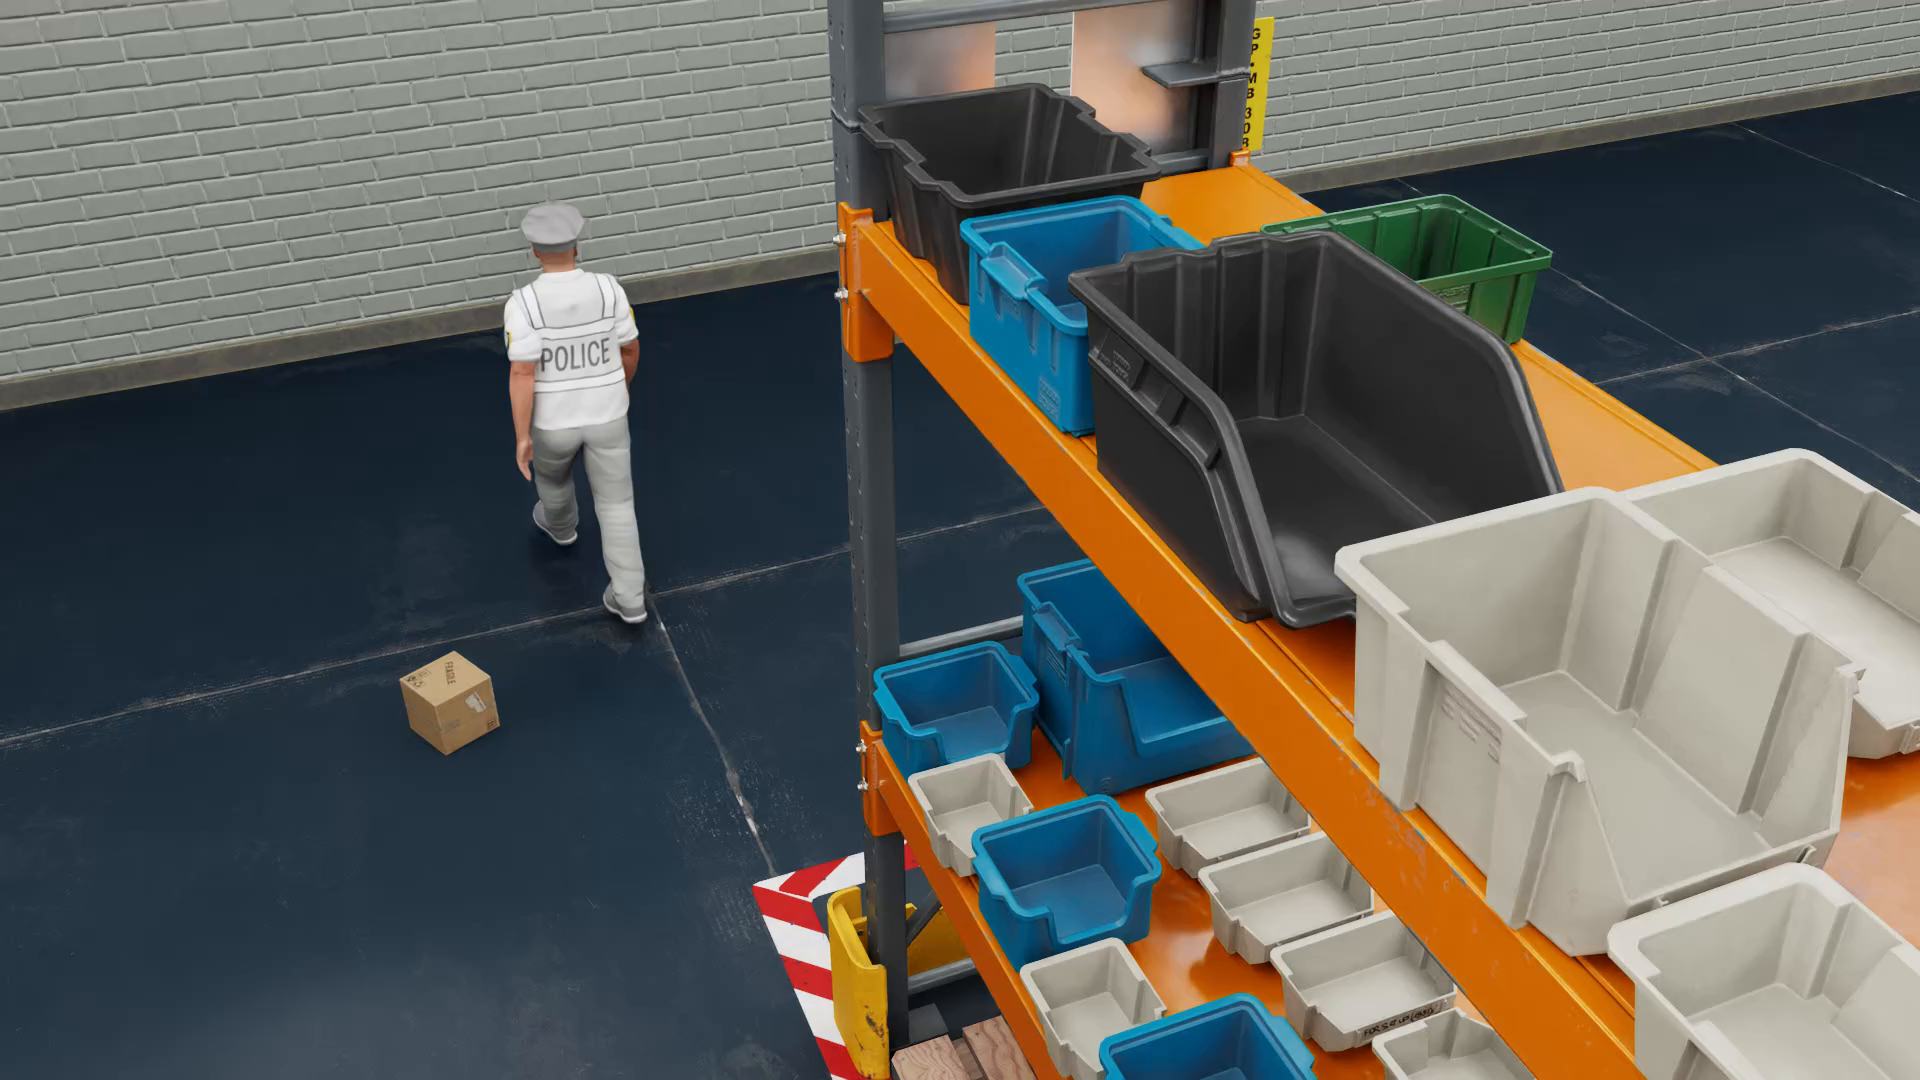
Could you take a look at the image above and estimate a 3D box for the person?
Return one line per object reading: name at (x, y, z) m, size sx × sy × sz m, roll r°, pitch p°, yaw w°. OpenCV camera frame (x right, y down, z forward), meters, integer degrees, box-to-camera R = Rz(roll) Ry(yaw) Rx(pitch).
person at (-1.610, -0.580, 6.995) m, size 0.576 × 1.696 × 1.072 m, roll -10°, pitch 35°, yaw -15°
